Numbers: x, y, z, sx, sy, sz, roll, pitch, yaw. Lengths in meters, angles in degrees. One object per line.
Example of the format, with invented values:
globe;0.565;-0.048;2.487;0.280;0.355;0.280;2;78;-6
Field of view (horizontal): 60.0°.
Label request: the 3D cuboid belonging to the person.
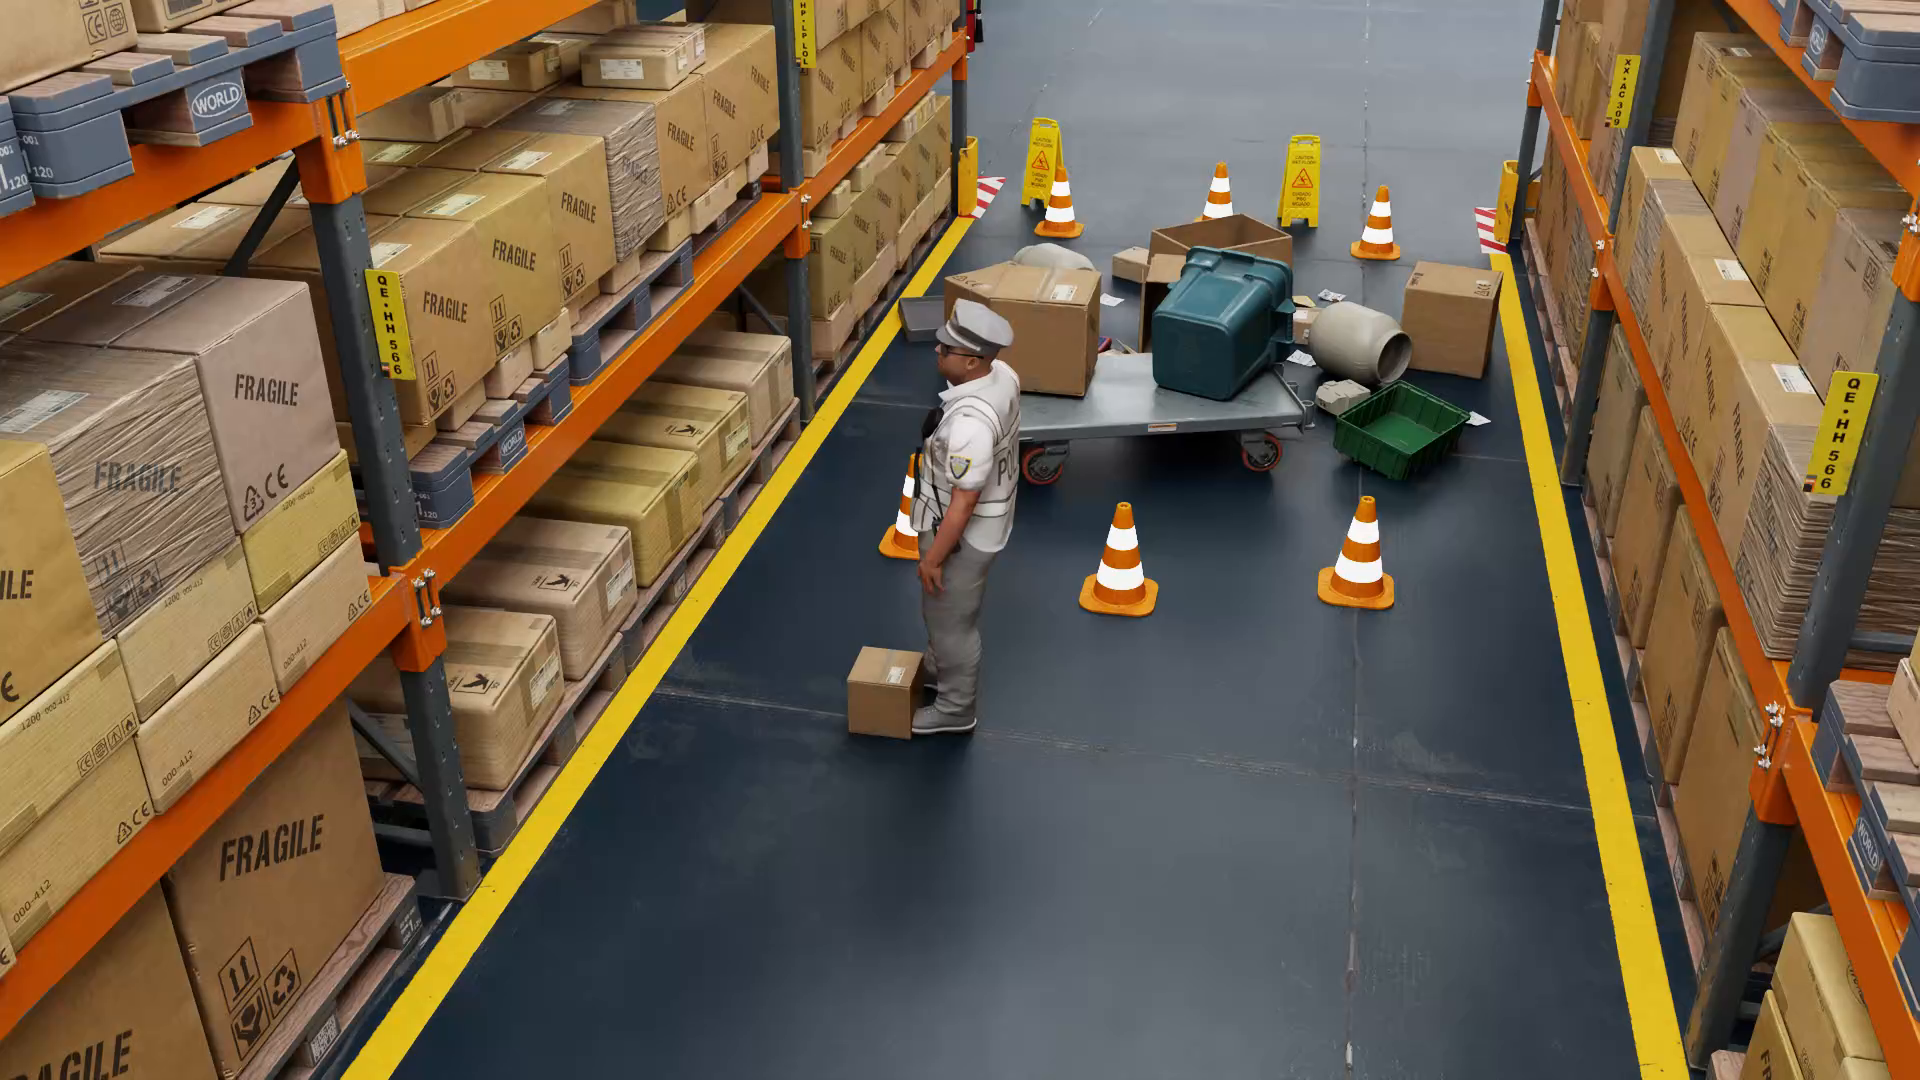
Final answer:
person;-0.076;-0.069;6.192;0.573;1.782;0.641;6;29;11
